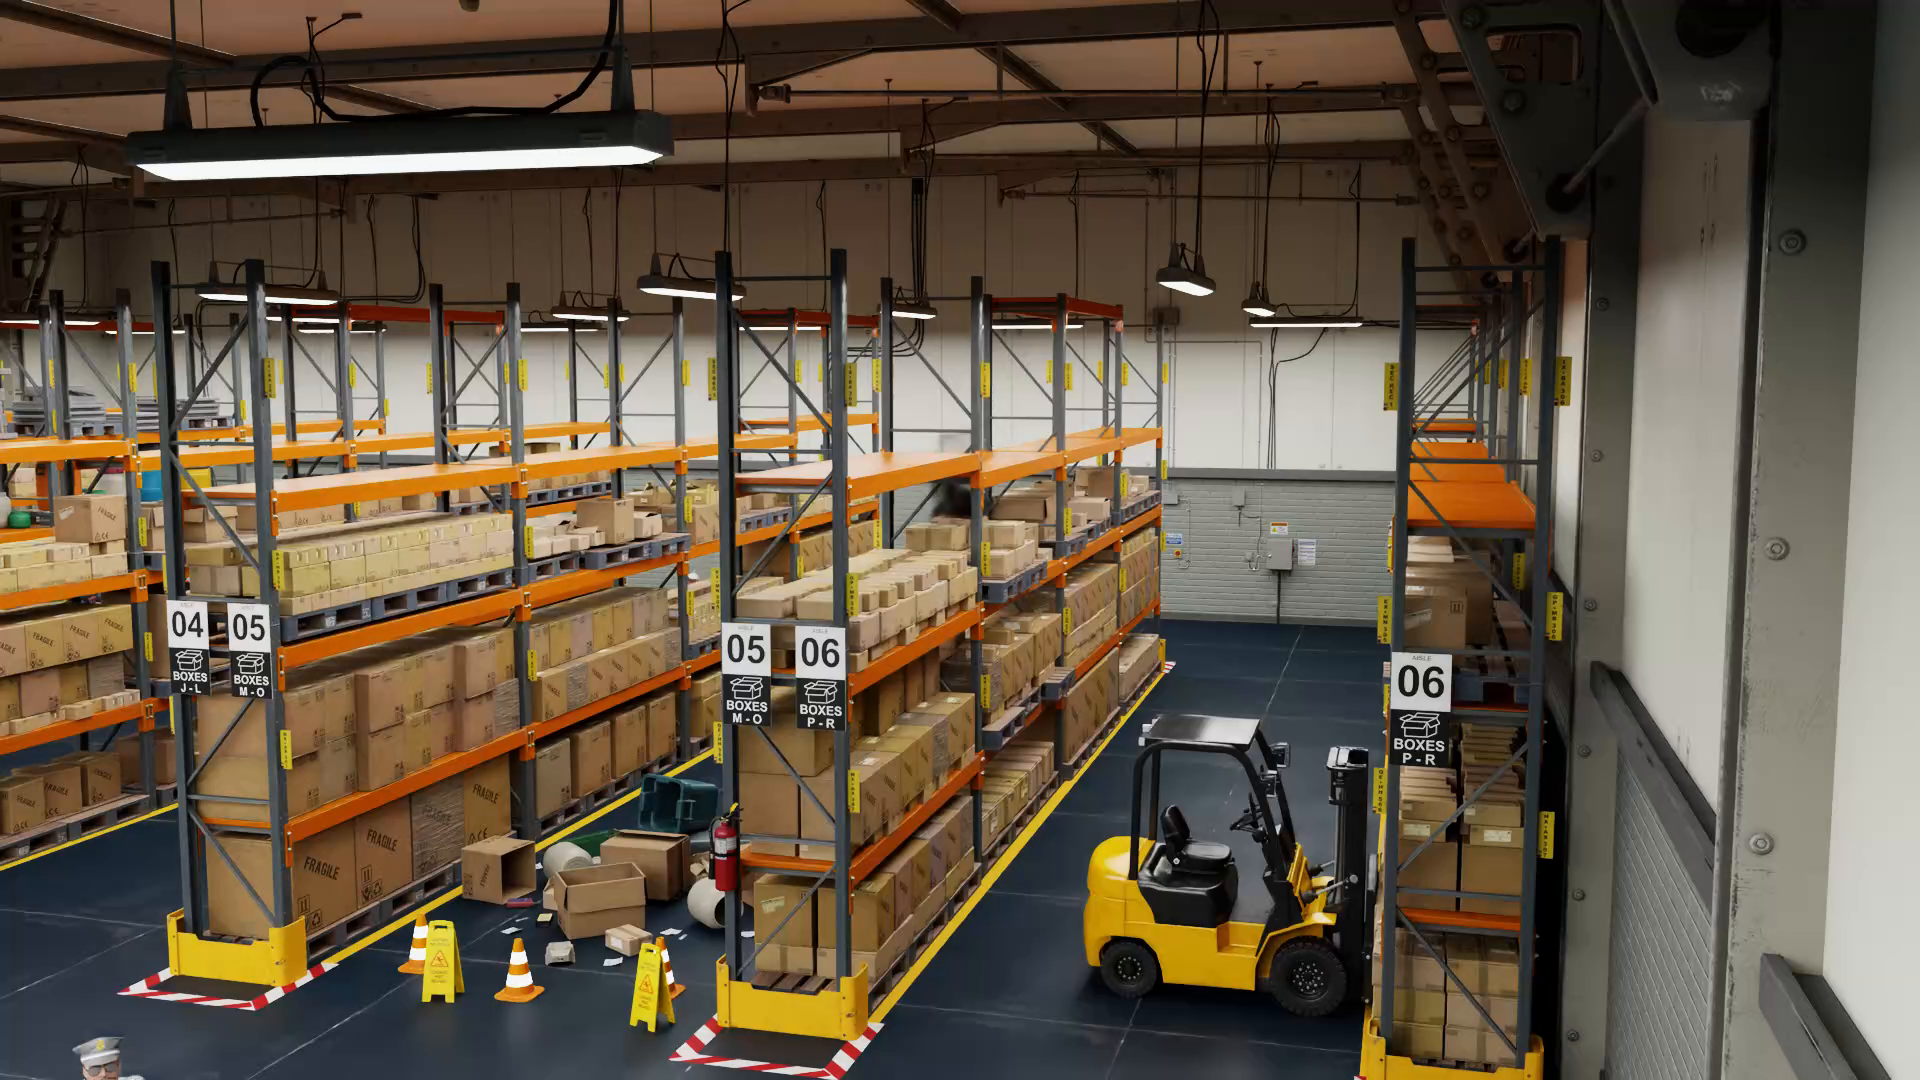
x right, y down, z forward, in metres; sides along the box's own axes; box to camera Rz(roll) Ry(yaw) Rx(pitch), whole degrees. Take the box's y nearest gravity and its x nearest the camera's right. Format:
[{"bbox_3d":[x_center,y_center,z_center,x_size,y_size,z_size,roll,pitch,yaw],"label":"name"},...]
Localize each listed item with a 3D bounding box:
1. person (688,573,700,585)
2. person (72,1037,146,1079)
[{"bbox_3d":[-4.317,1.416,27.302,0.688,1.773,0.840,2,6,18],"label":"person"},{"bbox_3d":[-4.373,3.397,8.553,0.670,1.766,0.917,-4,7,-34],"label":"person"}]
